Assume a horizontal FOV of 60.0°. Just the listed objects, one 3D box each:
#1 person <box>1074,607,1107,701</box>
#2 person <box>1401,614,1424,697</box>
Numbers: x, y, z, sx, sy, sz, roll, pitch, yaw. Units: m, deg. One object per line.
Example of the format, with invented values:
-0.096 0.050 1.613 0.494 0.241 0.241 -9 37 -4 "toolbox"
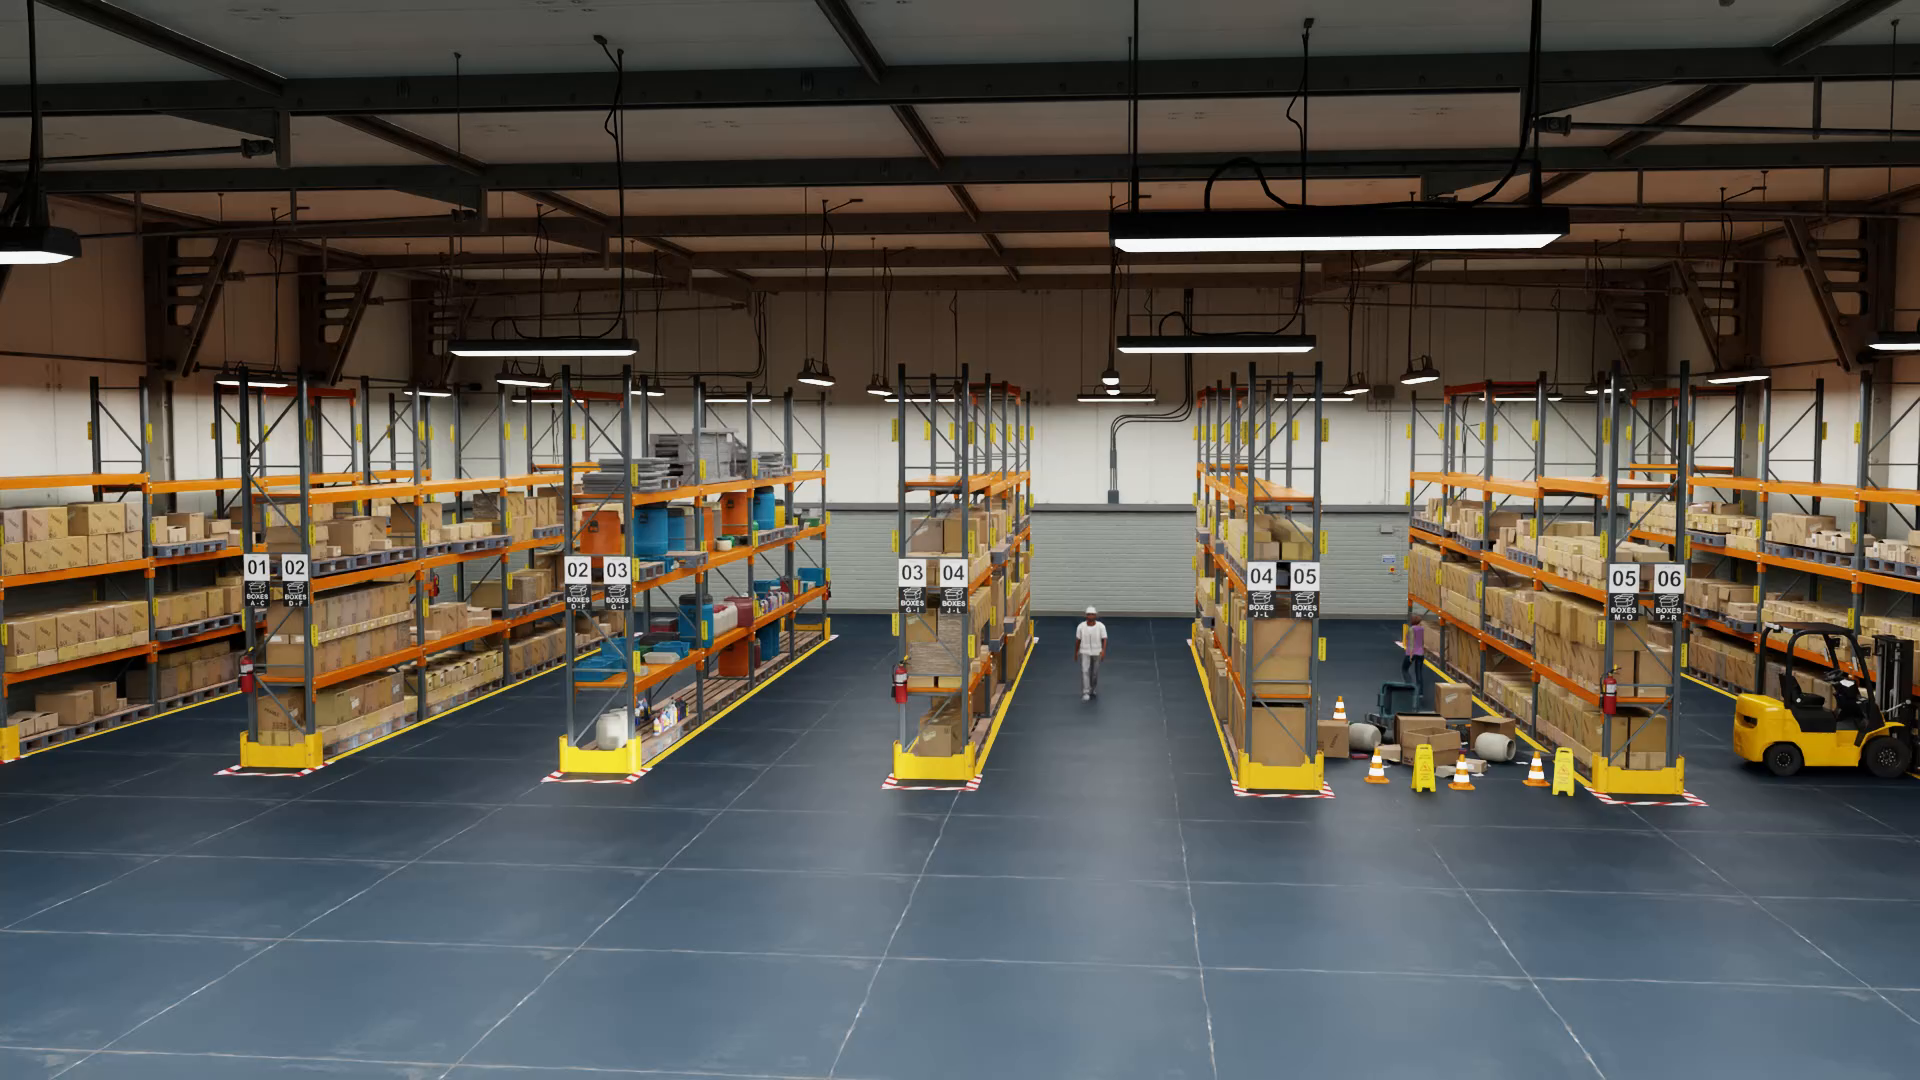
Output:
2.474 2.115 31.206 0.589 1.695 1.067 0 4 -3 "person"
8.615 2.185 31.371 0.414 1.578 0.528 -1 4 -14 "person"
